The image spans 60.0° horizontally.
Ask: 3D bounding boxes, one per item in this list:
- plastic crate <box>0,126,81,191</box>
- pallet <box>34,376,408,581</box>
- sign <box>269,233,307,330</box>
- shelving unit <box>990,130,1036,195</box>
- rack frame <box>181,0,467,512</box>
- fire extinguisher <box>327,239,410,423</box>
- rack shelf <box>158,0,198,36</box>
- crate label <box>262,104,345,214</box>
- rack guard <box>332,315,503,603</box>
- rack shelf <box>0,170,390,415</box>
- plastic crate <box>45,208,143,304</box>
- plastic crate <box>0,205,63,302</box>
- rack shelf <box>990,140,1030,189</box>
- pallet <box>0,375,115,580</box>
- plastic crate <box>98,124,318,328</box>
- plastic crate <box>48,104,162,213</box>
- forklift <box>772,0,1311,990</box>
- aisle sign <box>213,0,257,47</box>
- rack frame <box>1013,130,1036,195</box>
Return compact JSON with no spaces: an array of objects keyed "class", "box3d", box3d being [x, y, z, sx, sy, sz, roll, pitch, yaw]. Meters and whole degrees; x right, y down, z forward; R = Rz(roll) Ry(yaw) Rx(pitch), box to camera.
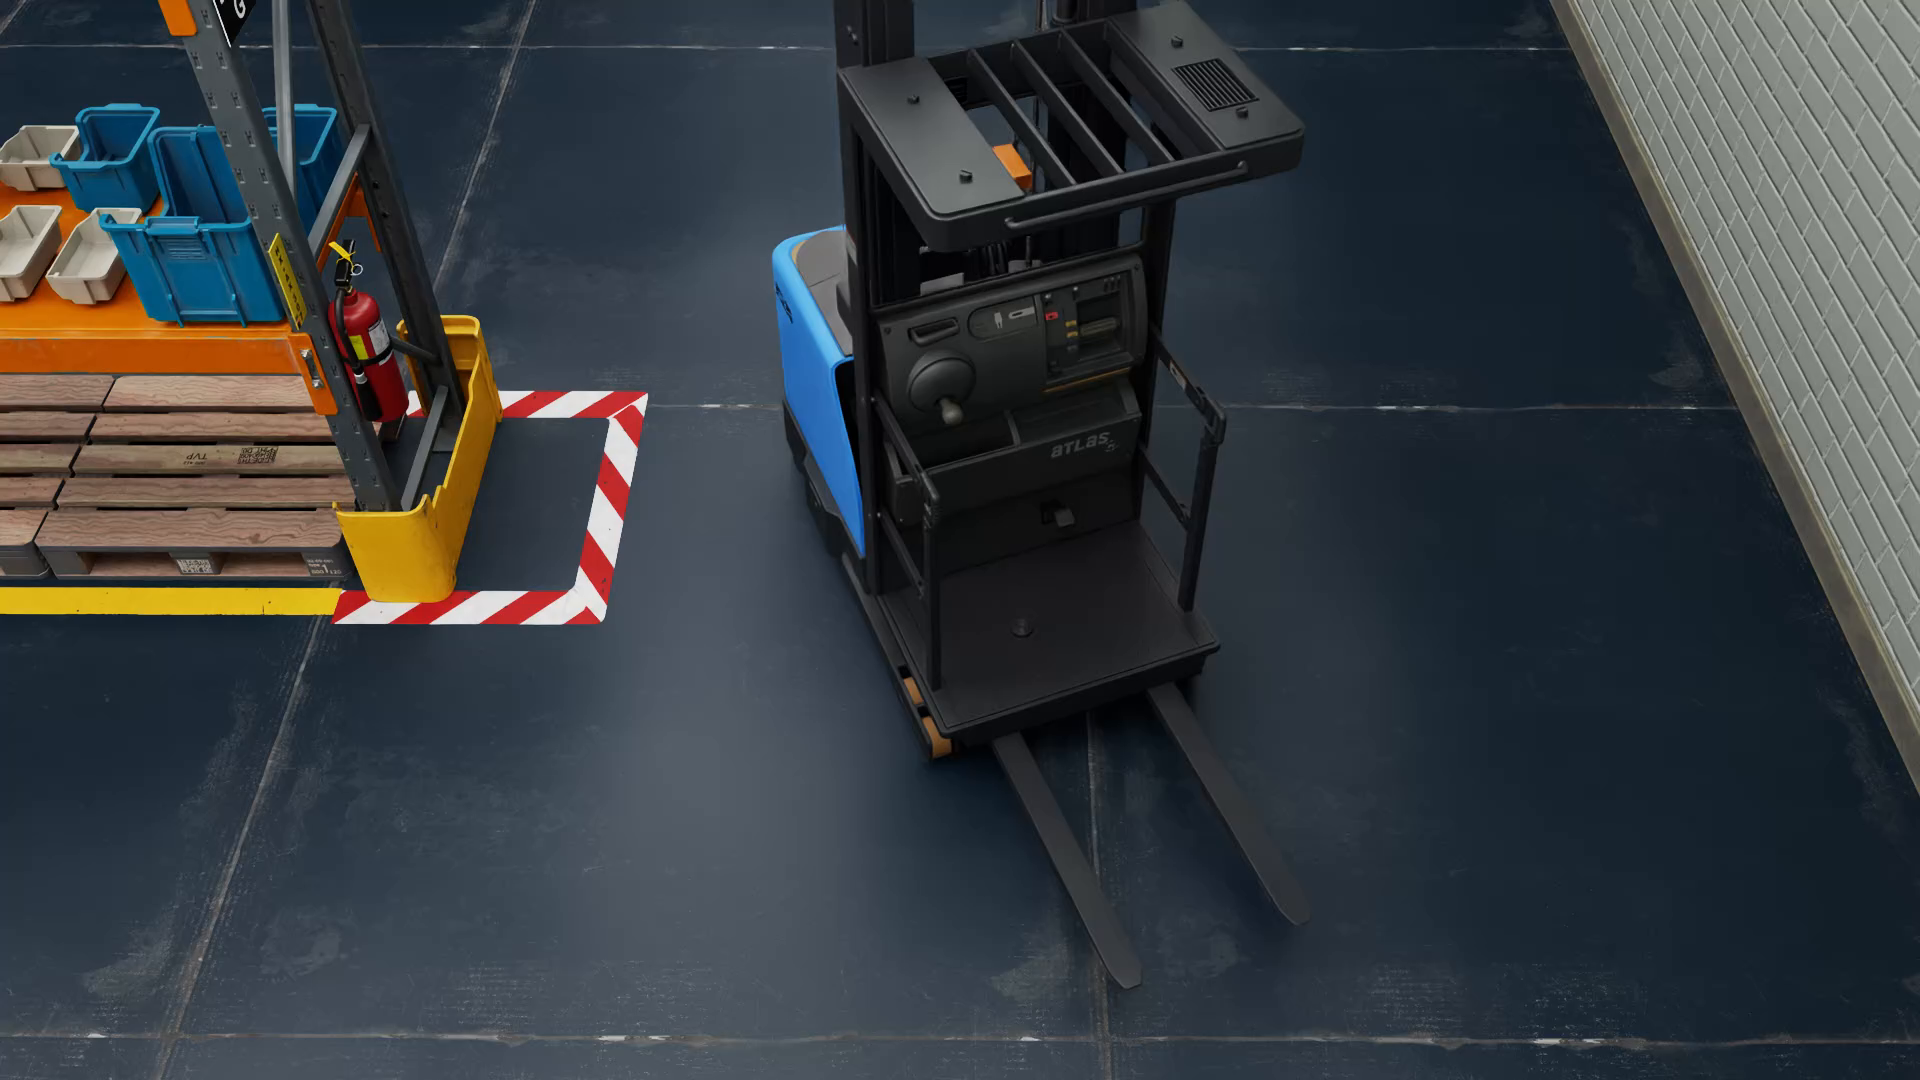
[{"class":"plastic crate","box3d":[-3.462,-1.428,6.250,0.298,0.136,0.250,0,47,0]},{"class":"pallet","box3d":[-3.042,-0.273,6.941,1.213,0.211,1.003,0,47,0]},{"class":"sign","box3d":[-2.204,-0.846,5.457,0.005,0.325,0.100,0,47,0]},{"class":"shelving unit","box3d":[0.036,-1.204,7.129,0.503,1.200,0.258,-14,48,-13]},{"class":"rack frame","box3d":[-2.218,-1.193,5.892,0.127,3.000,1.000,0,47,0]},{"class":"fire extinguisher","box3d":[-2.069,-0.706,5.746,0.183,0.674,0.296,0,47,0]},{"class":"rack shelf","box3d":[-4.218,-1.975,5.062,4.000,0.370,1.077,0,47,0]},{"class":"crate label","box3d":[-2.464,-1.398,6.156,0.303,0.233,0.416,0,47,0]},{"class":"rack guard","box3d":[-2.194,-0.350,6.815,0.348,0.500,1.175,0,47,0]},{"class":"rack shelf","box3d":[-4.218,-0.953,6.160,4.000,0.370,1.077,0,47,0]},{"class":"plastic crate","box3d":[-3.034,-0.993,5.845,0.243,0.136,0.396,0,47,0]},{"class":"plastic crate","box3d":[-3.324,-1.004,5.855,0.243,0.136,0.396,0,47,0]},{"class":"rack shelf","box3d":[0.034,-1.477,6.846,0.480,0.148,0.258,-14,48,-13]},{"class":"pallet","box3d":[-4.259,-0.279,6.946,1.213,0.211,1.003,0,47,0]},{"class":"plastic crate","box3d":[-2.553,-1.089,5.730,0.499,0.435,0.616,0,47,0]},{"class":"plastic crate","box3d":[-3.122,-1.399,6.158,0.300,0.233,0.416,0,47,0]},{"class":"forklift","box3d":[0.268,-0.556,5.346,1.130,2.935,3.031,-16,49,-15]},{"class":"aisle sign","box3d":[-2.147,-1.864,4.740,0.004,0.787,0.394,0,47,0]},{"class":"rack frame","box3d":[0.267,-1.262,7.183,0.015,1.200,0.240,-14,48,-13]}]
